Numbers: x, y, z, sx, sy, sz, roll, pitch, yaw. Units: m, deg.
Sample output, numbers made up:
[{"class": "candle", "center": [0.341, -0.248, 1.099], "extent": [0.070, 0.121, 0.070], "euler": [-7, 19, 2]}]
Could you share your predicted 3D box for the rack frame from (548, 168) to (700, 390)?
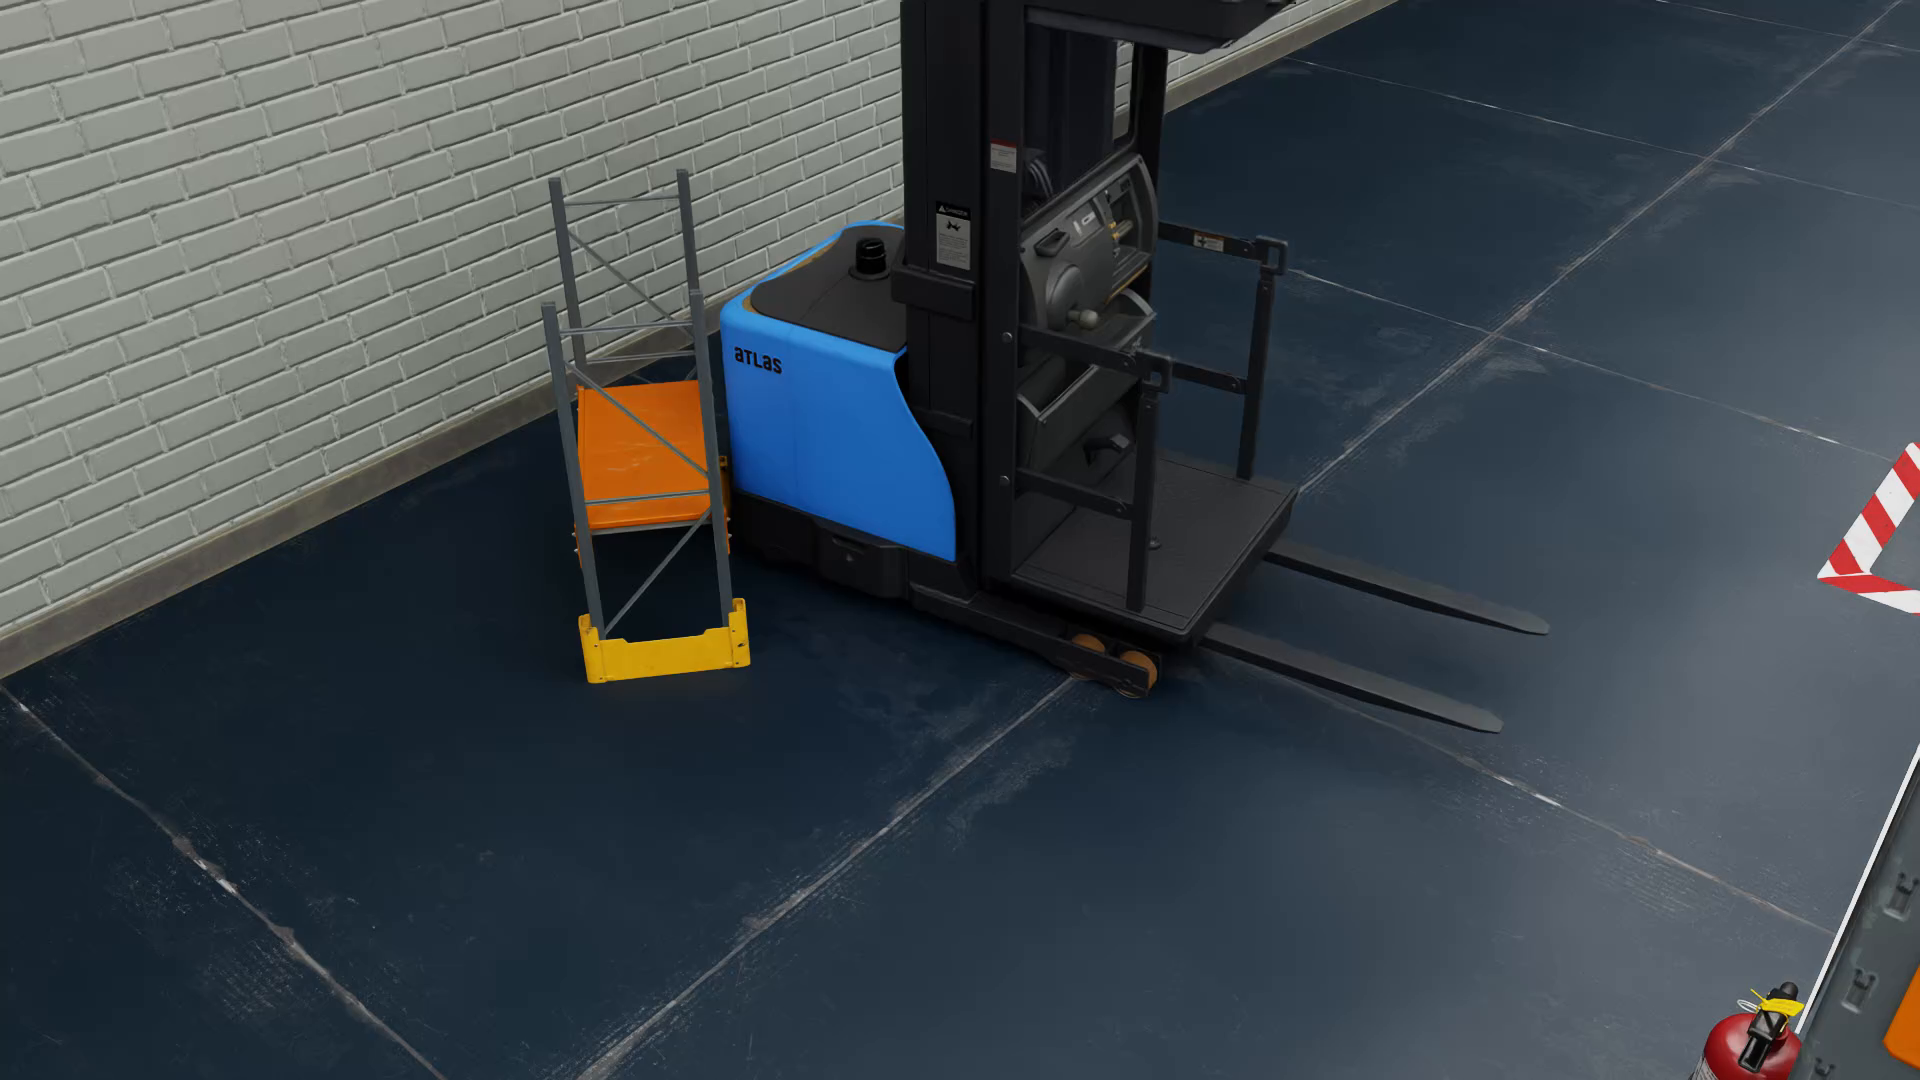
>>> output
[{"class": "rack frame", "center": [-1.239, -0.707, 6.455], "extent": [0.500, 1.500, 0.032], "euler": [-6, 35, -8]}]

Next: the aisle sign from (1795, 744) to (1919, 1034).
[{"class": "aisle sign", "center": [1.004, 0.107, 1.648], "extent": [0.004, 0.787, 0.394], "euler": [25, 42, 32]}]

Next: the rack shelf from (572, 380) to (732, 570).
[{"class": "rack shelf", "center": [-1.148, -0.276, 6.145], "extent": [0.538, 0.185, 1.000], "euler": [-6, 35, -8]}]

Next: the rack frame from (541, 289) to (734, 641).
[{"class": "rack frame", "center": [-1.057, -0.141, 5.630], "extent": [0.500, 1.500, 0.032], "euler": [-6, 35, -8]}]

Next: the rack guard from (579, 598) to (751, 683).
[{"class": "rack guard", "center": [-1.061, 0.363, 6.000], "extent": [0.587, 0.250, 0.087], "euler": [-6, 35, -8]}]

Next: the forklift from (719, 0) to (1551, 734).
[{"class": "forklift", "center": [0.628, -0.990, 5.602], "extent": [3.031, 2.935, 1.130], "euler": [18, 39, 25]}]

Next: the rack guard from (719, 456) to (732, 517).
[{"class": "rack guard", "center": [-1.238, -0.191, 6.808], "extent": [0.587, 0.250, 0.087], "euler": [-6, 35, -8]}]

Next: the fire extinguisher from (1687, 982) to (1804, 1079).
[{"class": "fire extinguisher", "center": [1.425, 1.009, 3.029], "extent": [0.183, 0.674, 0.296], "euler": [25, 42, 32]}]

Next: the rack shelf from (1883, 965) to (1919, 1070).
[{"class": "rack shelf", "center": [2.787, 0.860, 0.833], "extent": [4.000, 0.370, 1.077], "euler": [25, 42, 32]}]

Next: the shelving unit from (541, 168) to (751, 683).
[{"class": "shelving unit", "center": [-1.149, -0.429, 6.050], "extent": [0.587, 1.500, 1.083], "euler": [-6, 35, -8]}]
